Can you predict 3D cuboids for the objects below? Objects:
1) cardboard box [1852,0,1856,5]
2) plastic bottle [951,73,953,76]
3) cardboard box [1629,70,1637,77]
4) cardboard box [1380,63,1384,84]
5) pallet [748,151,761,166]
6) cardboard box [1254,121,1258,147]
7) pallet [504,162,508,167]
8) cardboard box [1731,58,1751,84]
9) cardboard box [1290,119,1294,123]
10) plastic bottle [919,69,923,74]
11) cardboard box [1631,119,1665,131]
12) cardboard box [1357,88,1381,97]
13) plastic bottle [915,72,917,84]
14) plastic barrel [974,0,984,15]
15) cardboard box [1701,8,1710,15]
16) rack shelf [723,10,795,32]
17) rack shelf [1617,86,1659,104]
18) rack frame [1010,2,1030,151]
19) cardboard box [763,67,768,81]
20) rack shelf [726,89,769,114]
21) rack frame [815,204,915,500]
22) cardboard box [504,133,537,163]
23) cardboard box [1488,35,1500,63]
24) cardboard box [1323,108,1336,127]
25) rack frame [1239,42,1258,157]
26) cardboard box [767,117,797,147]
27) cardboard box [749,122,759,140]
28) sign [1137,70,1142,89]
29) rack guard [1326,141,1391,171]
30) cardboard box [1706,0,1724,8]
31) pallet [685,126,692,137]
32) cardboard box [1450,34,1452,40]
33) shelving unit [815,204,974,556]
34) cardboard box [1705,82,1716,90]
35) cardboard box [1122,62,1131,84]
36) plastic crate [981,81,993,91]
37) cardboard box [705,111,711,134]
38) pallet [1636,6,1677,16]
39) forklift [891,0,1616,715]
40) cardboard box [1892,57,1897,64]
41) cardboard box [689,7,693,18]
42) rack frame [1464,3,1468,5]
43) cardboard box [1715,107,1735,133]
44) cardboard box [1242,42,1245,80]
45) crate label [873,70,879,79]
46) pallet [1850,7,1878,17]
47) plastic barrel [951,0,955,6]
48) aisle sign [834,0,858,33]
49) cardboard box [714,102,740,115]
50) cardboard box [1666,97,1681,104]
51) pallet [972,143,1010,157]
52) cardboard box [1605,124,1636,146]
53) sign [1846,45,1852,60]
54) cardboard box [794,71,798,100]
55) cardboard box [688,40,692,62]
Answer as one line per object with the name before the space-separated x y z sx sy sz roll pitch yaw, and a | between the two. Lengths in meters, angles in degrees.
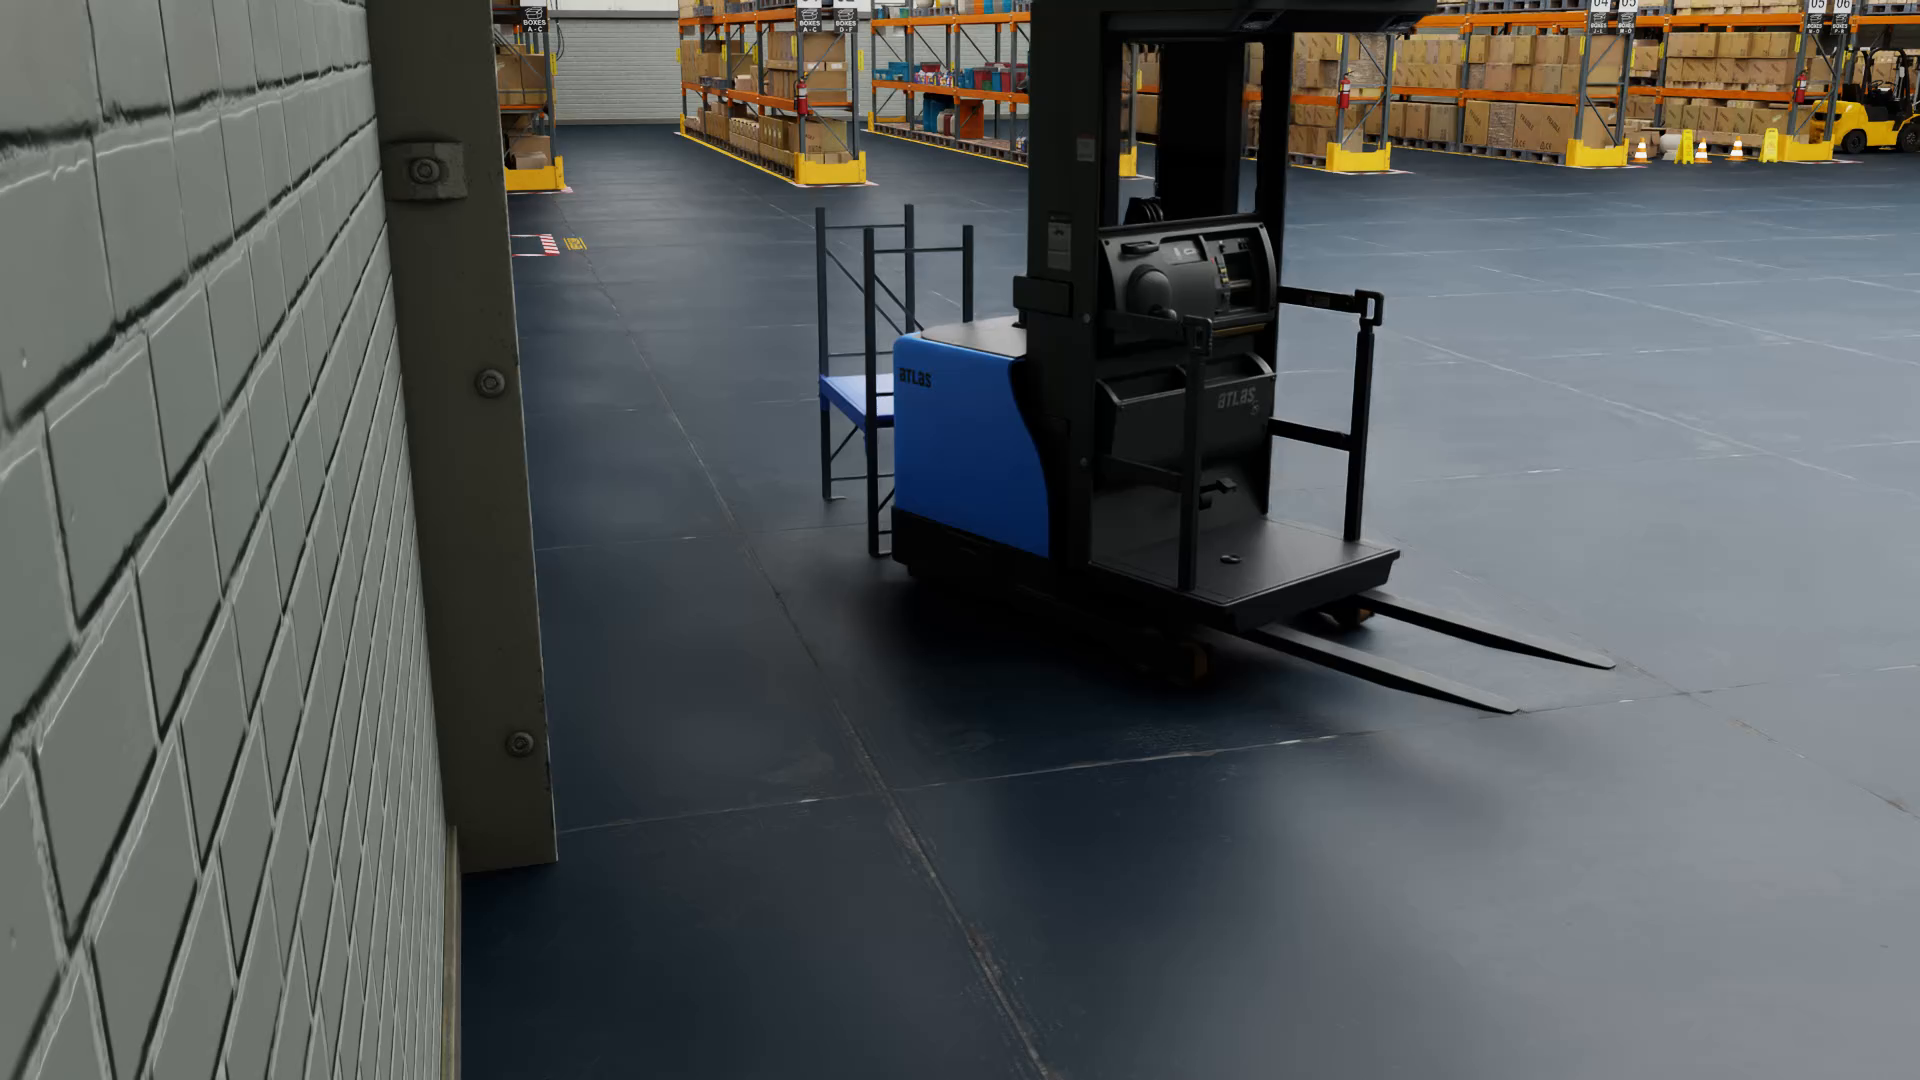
cardboard box | 20.111 -12.339 37.854 0.500 0.311 0.500 -5 18 -17
plastic bottle | -0.173 -10.759 38.780 0.097 0.271 0.097 0 17 0
cardboard box | 15.205 -10.466 37.288 0.380 0.149 0.250 -5 17 -16
cardboard box | 9.805 -10.712 38.224 0.500 0.500 0.500 -5 17 -15
pallet | -3.522 -7.422 32.293 1.003 0.211 1.213 -5 17 -15
cardboard box | 6.316 -8.229 33.747 0.500 0.500 0.500 -5 18 -17
pallet | -7.825 -6.645 29.708 1.003 0.211 1.213 -5 17 -15
cardboard box | 16.190 -9.612 34.046 0.500 0.500 0.500 -5 17 -16
cardboard box | 8.407 -10.833 43.027 0.380 0.149 0.250 -4 17 -15
plastic bottle | -0.920 -11.002 39.451 0.144 0.351 0.185 -5 17 -15
cardboard box | 15.626 -9.210 37.235 0.950 0.372 0.625 -4 17 -15
cardboard box | 7.494 -8.210 30.505 0.380 0.149 0.250 -5 17 -15
plastic bottle | -1.026 -10.969 39.457 0.061 0.283 0.133 -5 17 -15
plastic barrel | 0.579 -11.271 34.298 0.600 0.830 0.708 -5 17 -15
cardboard box | 15.846 -11.124 34.992 0.380 0.149 0.250 -4 17 -14
rack shelf | -3.831 -10.202 32.737 1.077 0.370 4.000 -5 17 -15
rack shelf | 15.223 -10.331 38.381 1.077 0.370 4.000 -5 17 -15
rack frame | 1.482 -8.947 32.523 1.000 3.000 0.127 -5 17 -15
cardboard box | -3.622 -8.964 32.405 0.500 0.500 0.500 -3 17 -11
rack shelf | -3.831 -8.765 33.168 1.077 0.370 4.000 -5 17 -15
rack frame | -0.473 -0.950 8.507 0.500 1.500 0.032 -5 17 -16
cardboard box | -7.720 -6.893 29.267 0.500 0.500 0.500 -6 18 -19
cardboard box | 11.372 -10.044 34.038 0.875 0.550 0.550 -5 17 -15
cardboard box | 9.209 -10.263 40.521 0.500 0.500 0.500 -6 18 -18
rack frame | 6.244 -9.339 33.827 1.000 3.000 0.127 -5 17 -15
cardboard box | -3.180 -7.370 30.020 0.500 0.500 0.500 -5 17 -15
cardboard box | -3.818 -7.942 32.253 0.500 0.311 0.500 -4 17 -14
sign | 3.111 -8.015 28.941 0.100 0.325 0.005 -5 17 -15
rack guard | 7.322 -7.056 30.573 1.175 0.500 0.348 -5 17 -15
cardboard box | 15.906 -11.204 34.568 0.500 0.250 0.500 -5 17 -15
pallet | -6.339 -10.299 41.871 1.003 0.211 1.213 -5 17 -15
cardboard box | 13.215 -13.314 44.022 0.380 0.149 0.250 -4 17 -14
shelving unit | -0.328 -0.810 8.041 0.538 1.500 1.048 -5 17 -16
cardboard box | 15.893 -9.535 34.917 0.380 0.149 0.250 -5 17 -15
cardboard box | 4.208 -11.175 39.766 0.500 0.500 0.500 -5 17 -17
plastic crate | 0.732 -9.305 34.083 0.450 0.188 0.662 -5 17 -15
cardboard box | -5.582 -9.630 38.377 0.500 0.500 0.500 -6 18 -18
pallet | 15.705 -11.648 36.627 1.213 0.211 1.003 -5 17 -15
forklift | 1.034 -1.028 6.281 1.130 2.935 3.031 -14 22 -39
cardboard box | 20.617 -10.477 36.316 0.380 0.149 0.250 -5 17 -16
cardboard box | -6.143 -12.524 39.479 0.500 0.250 0.500 -5 17 -15
rack frame | 13.574 -15.208 42.939 1.000 3.000 0.127 -5 17 -15
cardboard box | 16.122 -8.744 34.595 0.500 0.500 0.500 -5 17 -17
cardboard box | 6.160 -10.058 34.449 1.000 1.000 1.000 -5 17 -15
crate label | -2.065 -12.121 43.275 0.416 0.233 0.303 -5 17 -15
pallet | 20.289 -12.104 38.150 0.805 0.209 1.217 -5 18 -17
plastic barrel | -0.053 -11.910 36.684 0.301 0.262 0.301 0 17 0
aisle sign | -1.870 -8.701 27.186 0.394 0.787 0.004 -5 17 -15
cardboard box | -5.169 -9.574 36.886 0.500 0.250 0.500 -5 17 -16
cardboard box | 18.710 -11.494 43.491 0.380 0.149 0.250 -5 17 -15
pallet | 0.890 -8.164 34.763 1.003 0.211 1.213 -5 17 -15
cardboard box | 13.690 -8.429 34.902 0.797 0.637 0.503 -5 17 -15
sign | 20.025 -10.987 37.438 0.100 0.325 0.005 -5 17 -15
cardboard box | -2.447 -7.773 28.441 0.700 0.500 0.500 -4 17 -14
cardboard box | -6.287 -11.836 40.228 0.500 0.500 0.500 -5 17 -16
